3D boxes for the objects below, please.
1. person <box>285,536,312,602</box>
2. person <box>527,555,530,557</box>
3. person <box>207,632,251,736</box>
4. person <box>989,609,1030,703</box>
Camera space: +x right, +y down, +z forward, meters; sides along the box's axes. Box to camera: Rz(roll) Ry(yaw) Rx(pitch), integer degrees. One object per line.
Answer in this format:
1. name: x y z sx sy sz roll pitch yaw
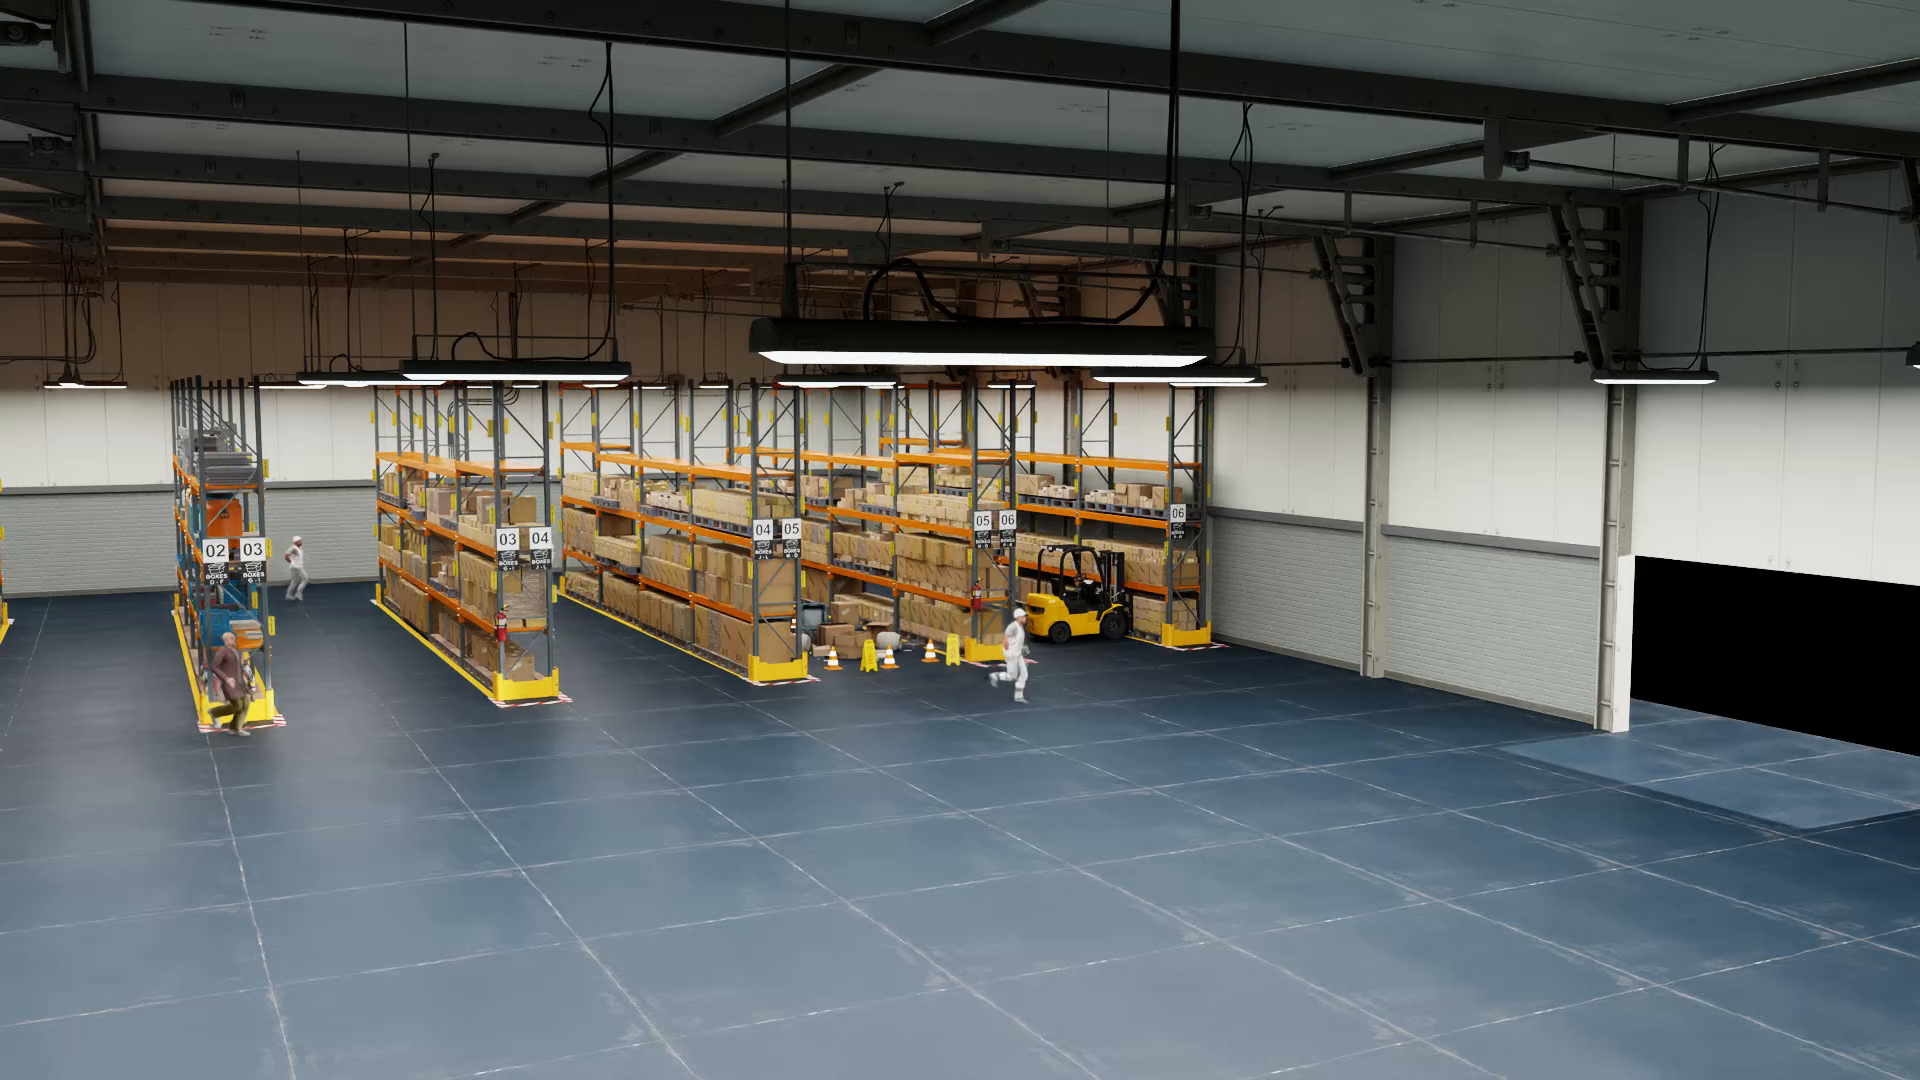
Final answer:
1. person: -18.149 0.797 45.618 0.729 1.819 0.647 -2 5 -17
2. person: -12.143 0.659 47.708 0.625 1.745 0.766 3 6 29
3. person: -12.190 2.403 27.739 0.675 1.740 0.709 1 5 7
4. person: 0.931 2.140 30.801 0.814 1.756 0.678 2 6 25
